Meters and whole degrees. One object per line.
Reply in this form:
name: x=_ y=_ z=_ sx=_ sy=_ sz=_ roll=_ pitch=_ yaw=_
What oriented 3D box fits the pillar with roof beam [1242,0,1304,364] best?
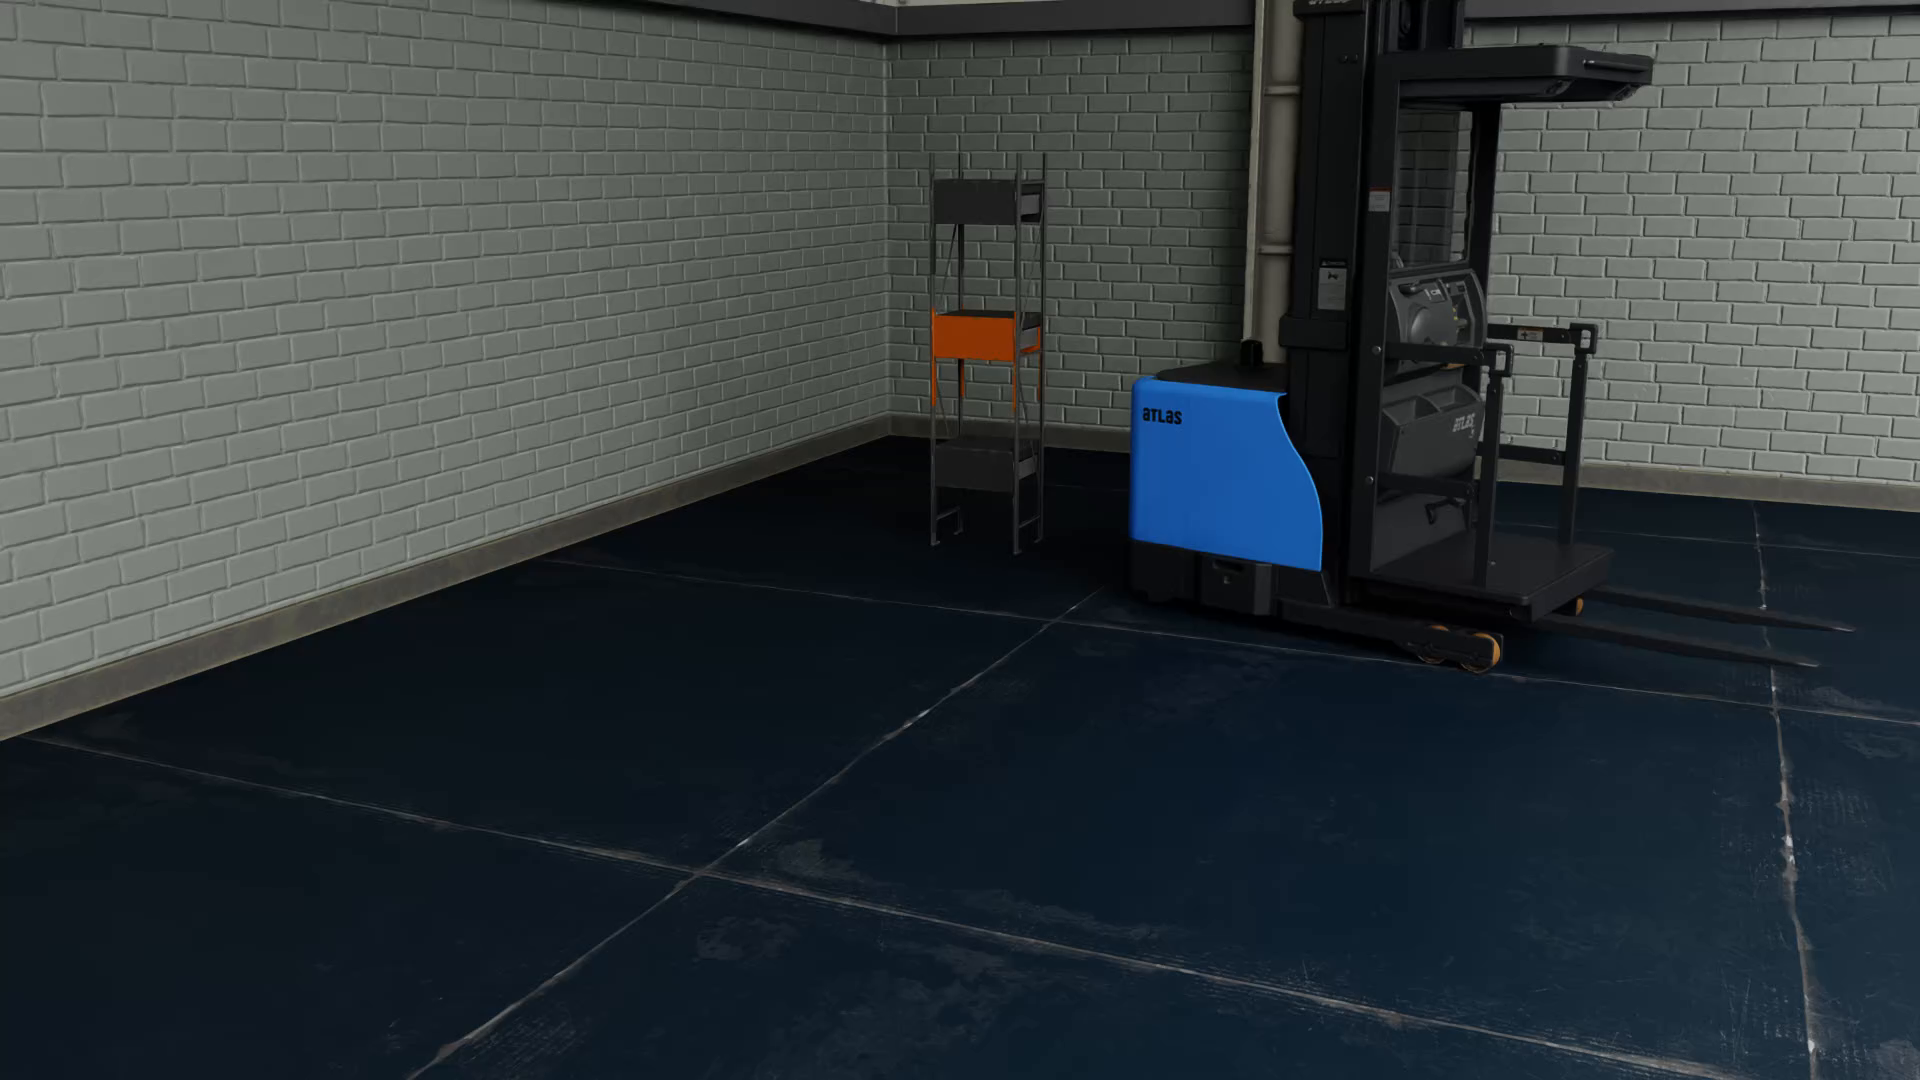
pillar with roof beam: x=0.386 y=-3.982 z=6.525 sx=0.400 sy=9.000 sz=9.100 roll=6 pitch=14 yaw=23

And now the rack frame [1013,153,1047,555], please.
rack frame: x=0.374 y=-0.984 z=8.853 sx=0.015 sy=2.100 sz=0.400 roll=6 pitch=14 yaw=23

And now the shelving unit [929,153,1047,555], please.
shelving unit: x=0.151 y=-1.007 z=8.950 sx=0.503 sy=2.100 sz=0.431 roll=6 pitch=14 yaw=23

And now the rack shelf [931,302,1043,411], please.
rack shelf: x=0.151 y=-0.994 z=8.953 sx=0.480 sy=0.518 sz=0.431 roll=6 pitch=14 yaw=23

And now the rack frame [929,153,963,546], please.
rack frame: x=-0.072 y=-1.029 z=9.046 sx=0.015 sy=2.100 sz=0.400 roll=6 pitch=14 yaw=23

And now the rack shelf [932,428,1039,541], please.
rack shelf: x=0.151 y=-0.312 z=9.113 sx=0.480 sy=0.518 sz=0.431 roll=6 pitch=14 yaw=23

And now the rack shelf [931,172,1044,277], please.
rack shelf: x=0.151 y=-1.675 z=8.793 sx=0.480 sy=0.518 sz=0.431 roll=6 pitch=14 yaw=23

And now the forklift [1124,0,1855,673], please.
forklift: x=2.253 y=-1.011 z=7.147 sx=3.031 sy=2.935 sz=1.130 roll=10 pitch=17 yaw=38
